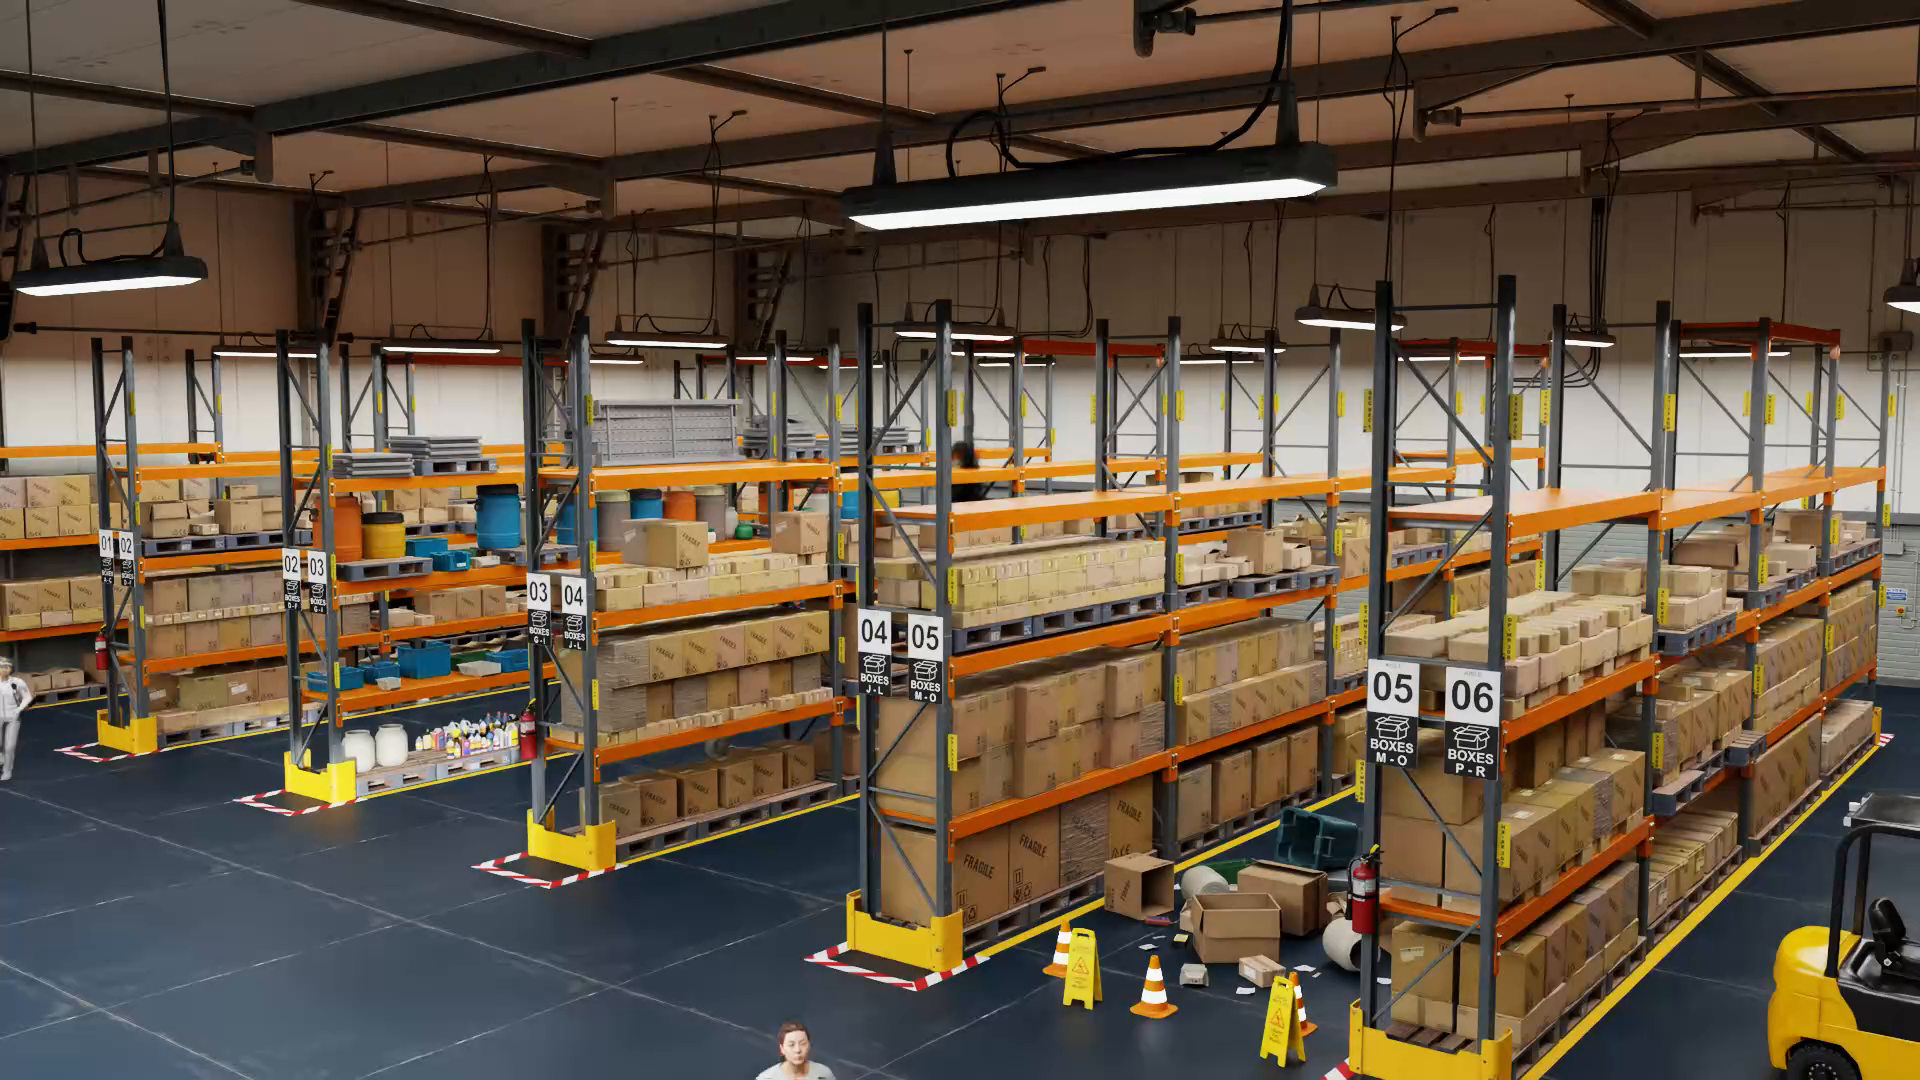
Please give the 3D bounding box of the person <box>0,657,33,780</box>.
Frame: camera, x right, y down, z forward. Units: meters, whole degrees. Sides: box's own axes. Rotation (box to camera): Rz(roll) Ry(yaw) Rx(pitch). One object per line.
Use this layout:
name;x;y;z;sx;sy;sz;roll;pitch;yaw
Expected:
person;-12.896;2.400;22.497;0.628;1.652;0.558;-2;5;-22

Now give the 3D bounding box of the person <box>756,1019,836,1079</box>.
person;-0.943;3.535;9.508;0.565;1.626;0.573;-1;5;-16

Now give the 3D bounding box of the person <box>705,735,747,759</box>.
person;-3.139;2.415;22.283;0.557;1.651;0.697;3;6;34
